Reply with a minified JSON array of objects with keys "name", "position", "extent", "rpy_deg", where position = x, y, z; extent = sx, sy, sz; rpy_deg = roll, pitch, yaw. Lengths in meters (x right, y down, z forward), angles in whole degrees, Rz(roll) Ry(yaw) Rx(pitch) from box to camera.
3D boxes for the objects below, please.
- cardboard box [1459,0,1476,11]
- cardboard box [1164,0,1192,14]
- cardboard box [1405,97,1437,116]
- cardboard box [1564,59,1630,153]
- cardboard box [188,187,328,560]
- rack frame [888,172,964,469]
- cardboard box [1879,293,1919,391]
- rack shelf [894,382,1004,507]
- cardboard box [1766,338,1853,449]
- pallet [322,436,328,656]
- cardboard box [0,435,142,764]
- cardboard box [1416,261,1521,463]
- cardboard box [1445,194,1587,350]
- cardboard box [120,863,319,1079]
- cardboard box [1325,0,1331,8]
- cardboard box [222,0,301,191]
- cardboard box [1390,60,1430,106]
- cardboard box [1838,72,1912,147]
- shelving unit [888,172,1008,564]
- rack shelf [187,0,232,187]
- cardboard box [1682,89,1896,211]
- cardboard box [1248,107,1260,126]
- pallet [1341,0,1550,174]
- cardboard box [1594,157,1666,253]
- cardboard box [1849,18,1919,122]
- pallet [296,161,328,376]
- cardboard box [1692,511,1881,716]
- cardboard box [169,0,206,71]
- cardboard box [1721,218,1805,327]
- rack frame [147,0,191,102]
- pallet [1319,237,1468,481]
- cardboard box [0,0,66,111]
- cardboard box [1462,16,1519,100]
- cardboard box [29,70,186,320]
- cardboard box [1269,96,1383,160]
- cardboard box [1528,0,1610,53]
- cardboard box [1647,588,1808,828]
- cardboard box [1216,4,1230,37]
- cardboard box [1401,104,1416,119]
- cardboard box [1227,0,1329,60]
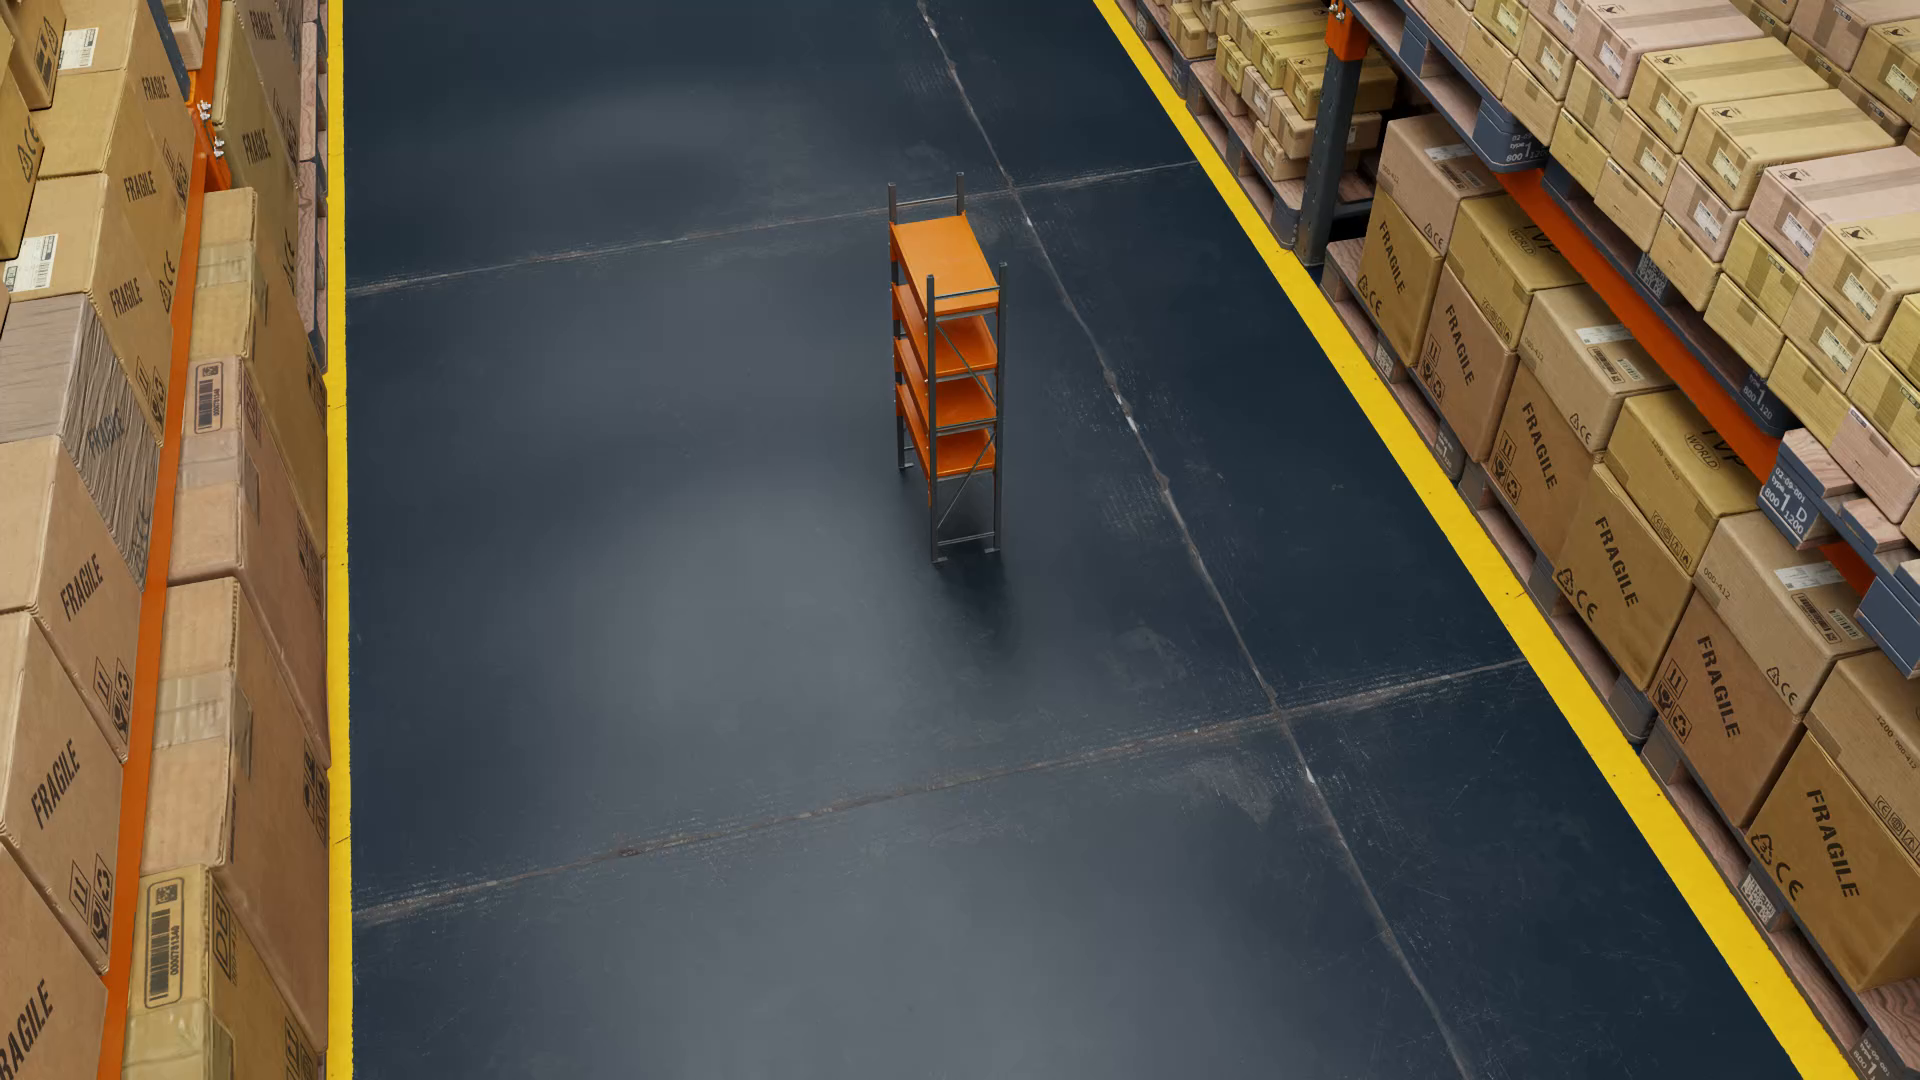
[{"name":"cardboard box","position":[1.675,-1.749,5.038],"extent":[0.380,0.149,0.250],"rpy_deg":[-10,46,-9]},{"name":"cardboard box","position":[1.188,-2.563,7.864],"extent":[0.380,0.149,0.250],"rpy_deg":[-10,46,-10]},{"name":"cardboard box","position":[2.101,-1.861,6.967],"extent":[0.380,0.149,0.250],"rpy_deg":[-9,46,-8]},{"name":"cardboard box","position":[1.881,-1.201,4.500],"extent":[0.380,0.149,0.250],"rpy_deg":[-11,47,-11]},{"name":"cardboard box","position":[-2.753,-0.427,5.262],"extent":[1.225,0.875,0.875],"rpy_deg":[-11,47,-10]},{"name":"rack frame","position":[-0.105,-0.703,5.599],"extent":[0.240,1.200,0.015],"rpy_deg":[-11,47,-10]},{"name":"cardboard box","position":[2.211,-0.414,3.521],"extent":[0.380,0.149,0.250],"rpy_deg":[-9,46,-9]},{"name":"rack shelf","position":[-0.042,-0.348,5.623],"extent":[0.258,0.148,0.480],"rpy_deg":[-11,47,-10]},{"name":"cardboard box","position":[2.149,-0.375,3.899],"extent":[0.380,0.149,0.250],"rpy_deg":[-11,47,-11]},{"name":"pallet","position":[-2.666,0.033,5.570],"extent":[1.003,0.211,1.213],"rpy_deg":[-11,47,-10]},{"name":"cardboard box","position":[-2.042,0.171,3.412],"extent":[0.500,0.500,0.500],"rpy_deg":[-11,47,-11]},{"name":"cardboard box","position":[1.954,-0.647,5.740],"extent":[0.500,0.500,0.500],"rpy_deg":[-9,46,-9]},{"name":"cardboard box","position":[1.957,-0.908,5.471],"extent":[0.500,0.250,0.500],"rpy_deg":[-10,46,-9]},{"name":"cardboard box","position":[-2.069,1.416,3.455],"extent":[1.225,0.875,0.875],"rpy_deg":[-13,47,-12]},{"name":"cardboard box","position":[1.782,-2.474,7.360],"extent":[0.380,0.149,0.250],"rpy_deg":[-12,47,-11]},{"name":"cardboard box","position":[-3.258,-1.957,6.761],"extent":[0.875,0.875,0.875],"rpy_deg":[-11,47,-10]},{"name":"cardboard box","position":[1.996,-1.932,6.829],"extent":[0.380,0.149,0.250],"rpy_deg":[-9,46,-9]},{"name":"cardboard box","position":[2.575,-1.145,4.446],"extent":[0.380,0.149,0.250],"rpy_deg":[-9,46,-9]},{"name":"shelving unit","position":[-0.042,-0.534,5.433],"extent":[0.258,1.200,0.503],"rpy_deg":[-11,47,-10]},{"name":"rack shelf","position":[-3.448,-2.591,6.693],"extent":[1.077,0.370,4.000],"rpy_deg":[-11,47,-10]},{"name":"cardboard box","position":[2.011,-0.952,4.048],"extent":[0.380,0.149,0.250],"rpy_deg":[-9,46,-8]},{"name":"cardboard box","position":[1.469,-1.851,7.166],"extent":[0.380,0.149,0.250],"rpy_deg":[-10,46,-9]},{"name":"pallet","position":[1.939,-1.678,5.428],"extent":[1.003,0.211,1.213],"rpy_deg":[-11,47,-10]},{"name":"cardboard box","position":[1.942,-0.927,4.440],"extent":[0.380,0.149,0.250],"rpy_deg":[-13,47,-12]},{"name":"cardboard box","position":[2.579,-1.239,4.329],"extent":[0.380,0.149,0.250],"rpy_deg":[-11,47,-11]},{"name":"pallet","position":[-3.055,-1.025,6.607],"extent":[1.003,0.211,1.213],"rpy_deg":[-11,47,-10]},{"name":"cardboard box","position":[2.340,0.157,4.427],"extent":[0.500,0.250,0.500],"rpy_deg":[-10,46,-10]},{"name":"cardboard box","position":[-2.690,-1.639,5.432],"extent":[0.380,0.149,0.250],"rpy_deg":[-11,47,-10]},{"name":"cardboard box","position":[2.077,-0.669,3.979],"extent":[0.380,0.149,0.250],"rpy_deg":[-11,47,-11]},{"name":"rack frame","position":[-2.936,-1.462,5.082],"extent":[1.000,3.000,0.127],"rpy_deg":[-11,47,-10]},{"name":"pallet","position":[2.085,-0.786,6.372],"extent":[1.003,0.211,1.213],"rpy_deg":[-11,47,-10]},{"name":"cardboard box","position":[-2.765,-1.408,4.258],"extent":[0.797,0.503,0.637],"rpy_deg":[-12,47,-11]},{"name":"cardboard box","position":[1.741,-1.465,4.967],"extent":[0.380,0.149,0.250],"rpy_deg":[-10,46,-10]},{"name":"cardboard box","position":[-2.432,-0.881,4.443],"extent":[0.500,0.500,0.500],"rpy_deg":[-9,46,-9]},{"name":"cardboard box","position":[1.496,-1.712,6.821],"extent":[0.380,0.149,0.250],"rpy_deg":[-10,46,-10]},{"name":"cardboard box","position":[1.809,-1.492,4.577],"extent":[0.380,0.149,0.250],"rpy_deg":[-11,47,-11]},{"name":"cardboard box","position":[2.358,0.425,4.689],"extent":[0.500,0.500,0.500],"rpy_deg":[-9,46,-9]},{"name":"cardboard box","position":[1.360,-2.269,7.367],"extent":[0.380,0.149,0.250],"rpy_deg":[-10,46,-10]},{"name":"cardboard box","position":[2.102,-1.758,7.075],"extent":[0.380,0.149,0.250],"rpy_deg":[-13,47,-12]},{"name":"cardboard box","position":[1.367,-2.194,7.085],"extent":[0.380,0.149,0.250],"rpy_deg":[-11,47,-11]}]
